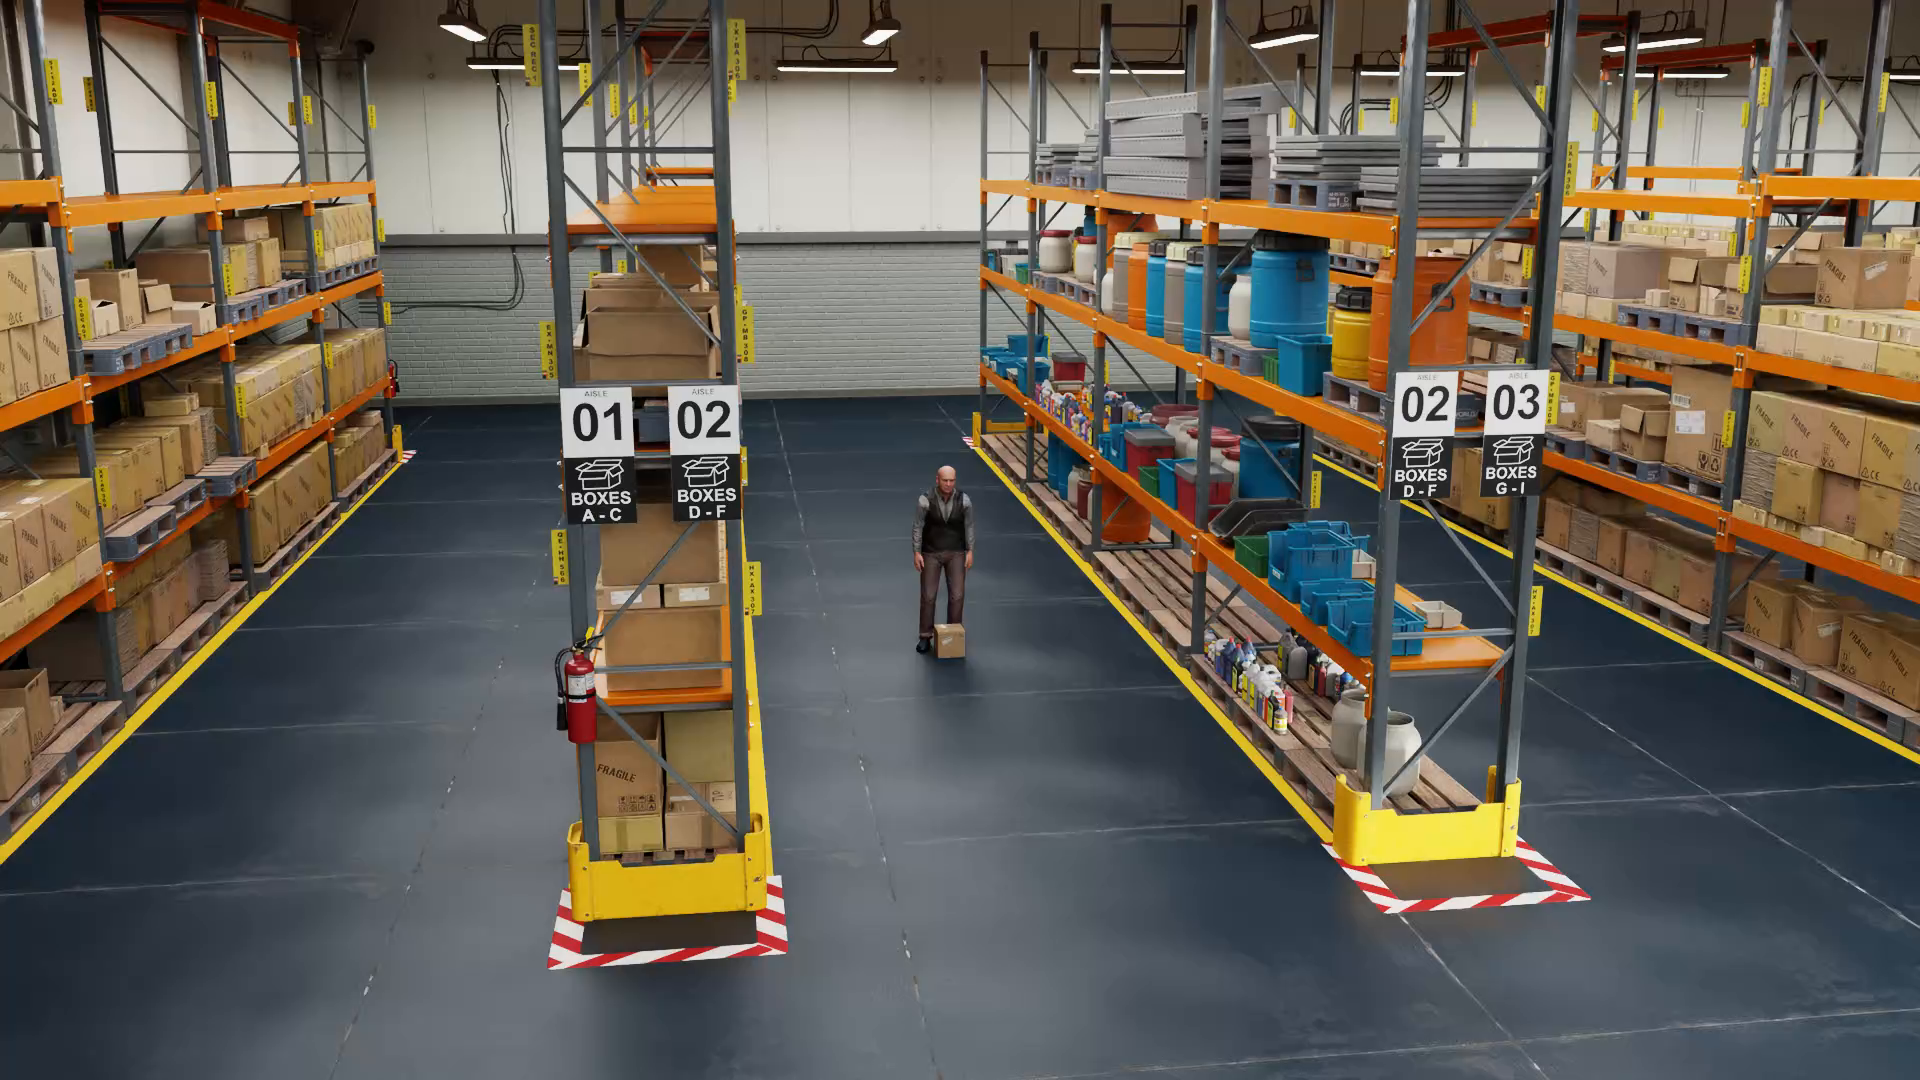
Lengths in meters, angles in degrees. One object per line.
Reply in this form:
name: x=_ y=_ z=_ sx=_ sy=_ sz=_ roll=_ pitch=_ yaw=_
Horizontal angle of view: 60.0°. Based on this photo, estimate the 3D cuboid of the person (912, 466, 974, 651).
person: x=-0.151 y=0.155 z=15.374 sx=0.579 sy=1.719 sz=0.472 roll=-2 pitch=13 yaw=-10
